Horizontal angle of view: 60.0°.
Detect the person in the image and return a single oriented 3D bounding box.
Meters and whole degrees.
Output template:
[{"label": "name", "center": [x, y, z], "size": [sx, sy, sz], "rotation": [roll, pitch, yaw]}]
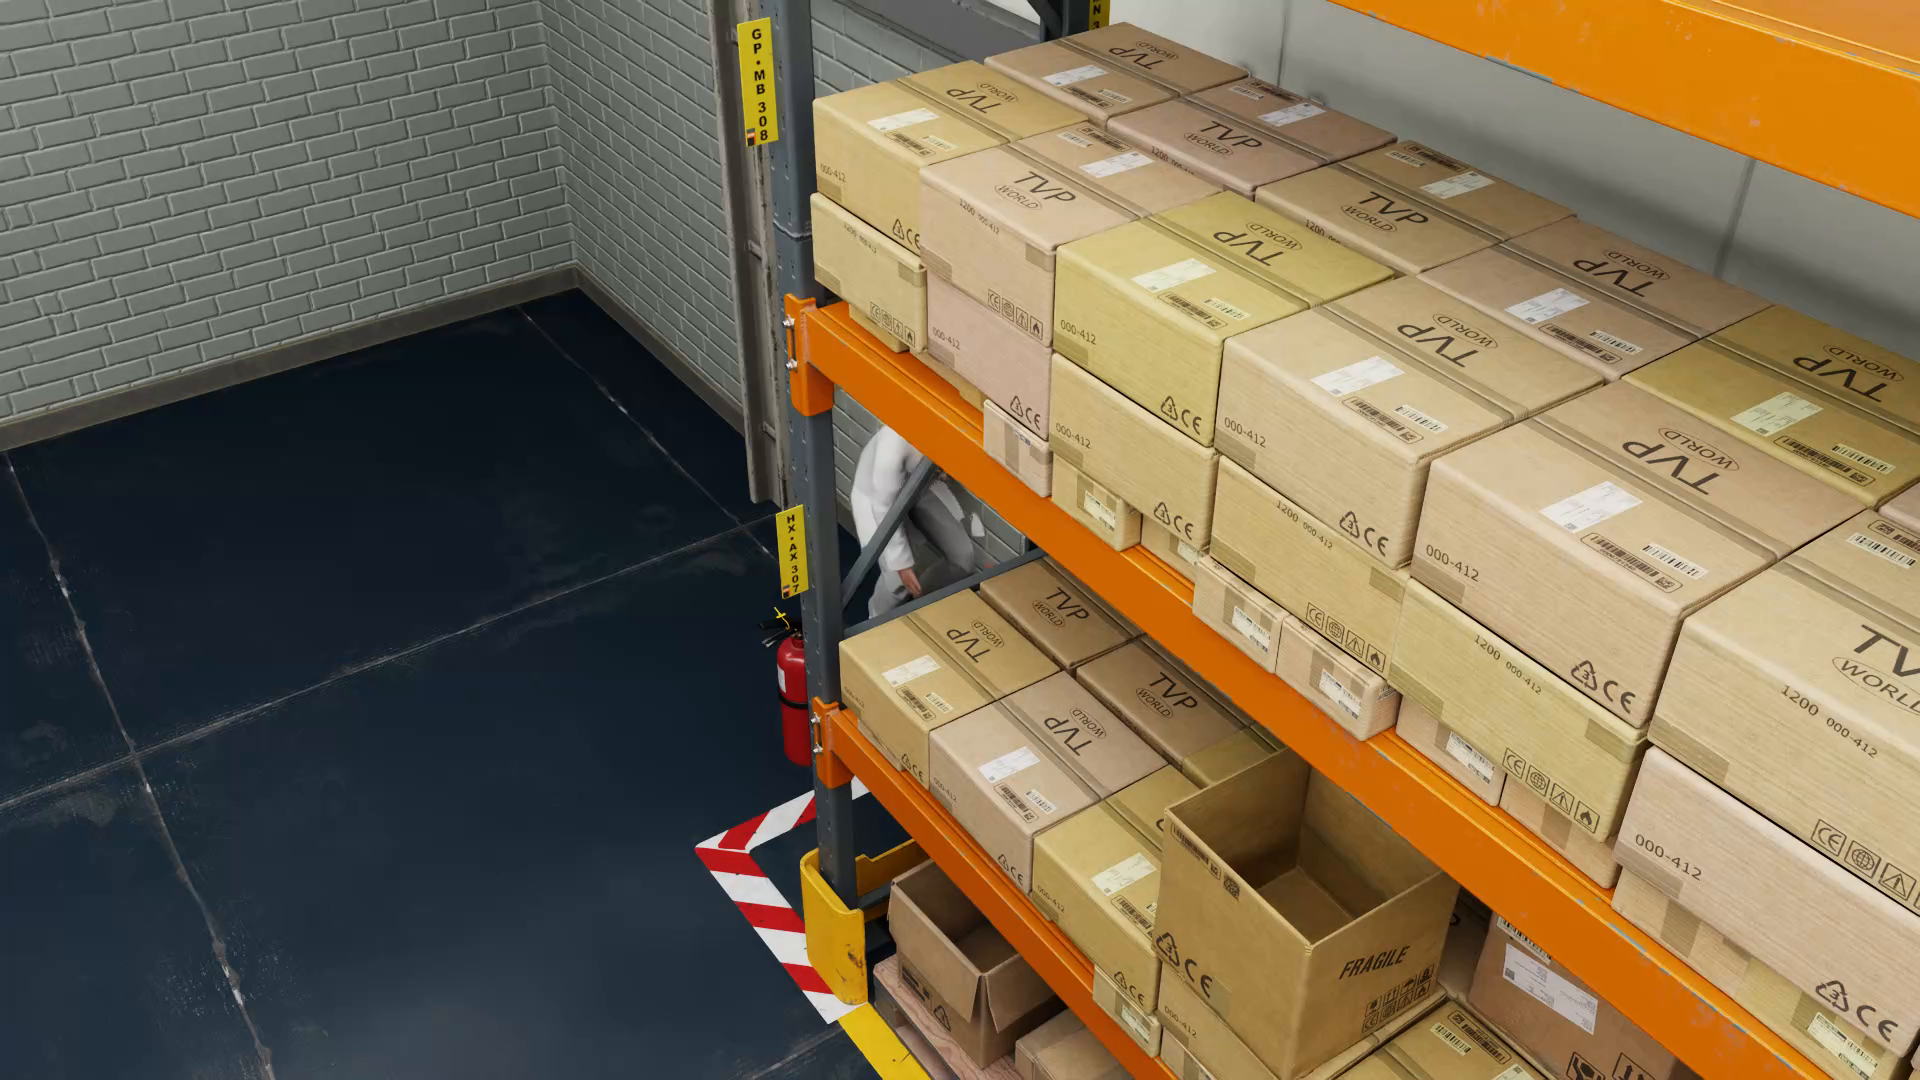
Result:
[{"label": "person", "center": [-0.161, -0.072, 7.562], "size": [0.631, 1.256, 0.737], "rotation": [-18, 39, -23]}]
